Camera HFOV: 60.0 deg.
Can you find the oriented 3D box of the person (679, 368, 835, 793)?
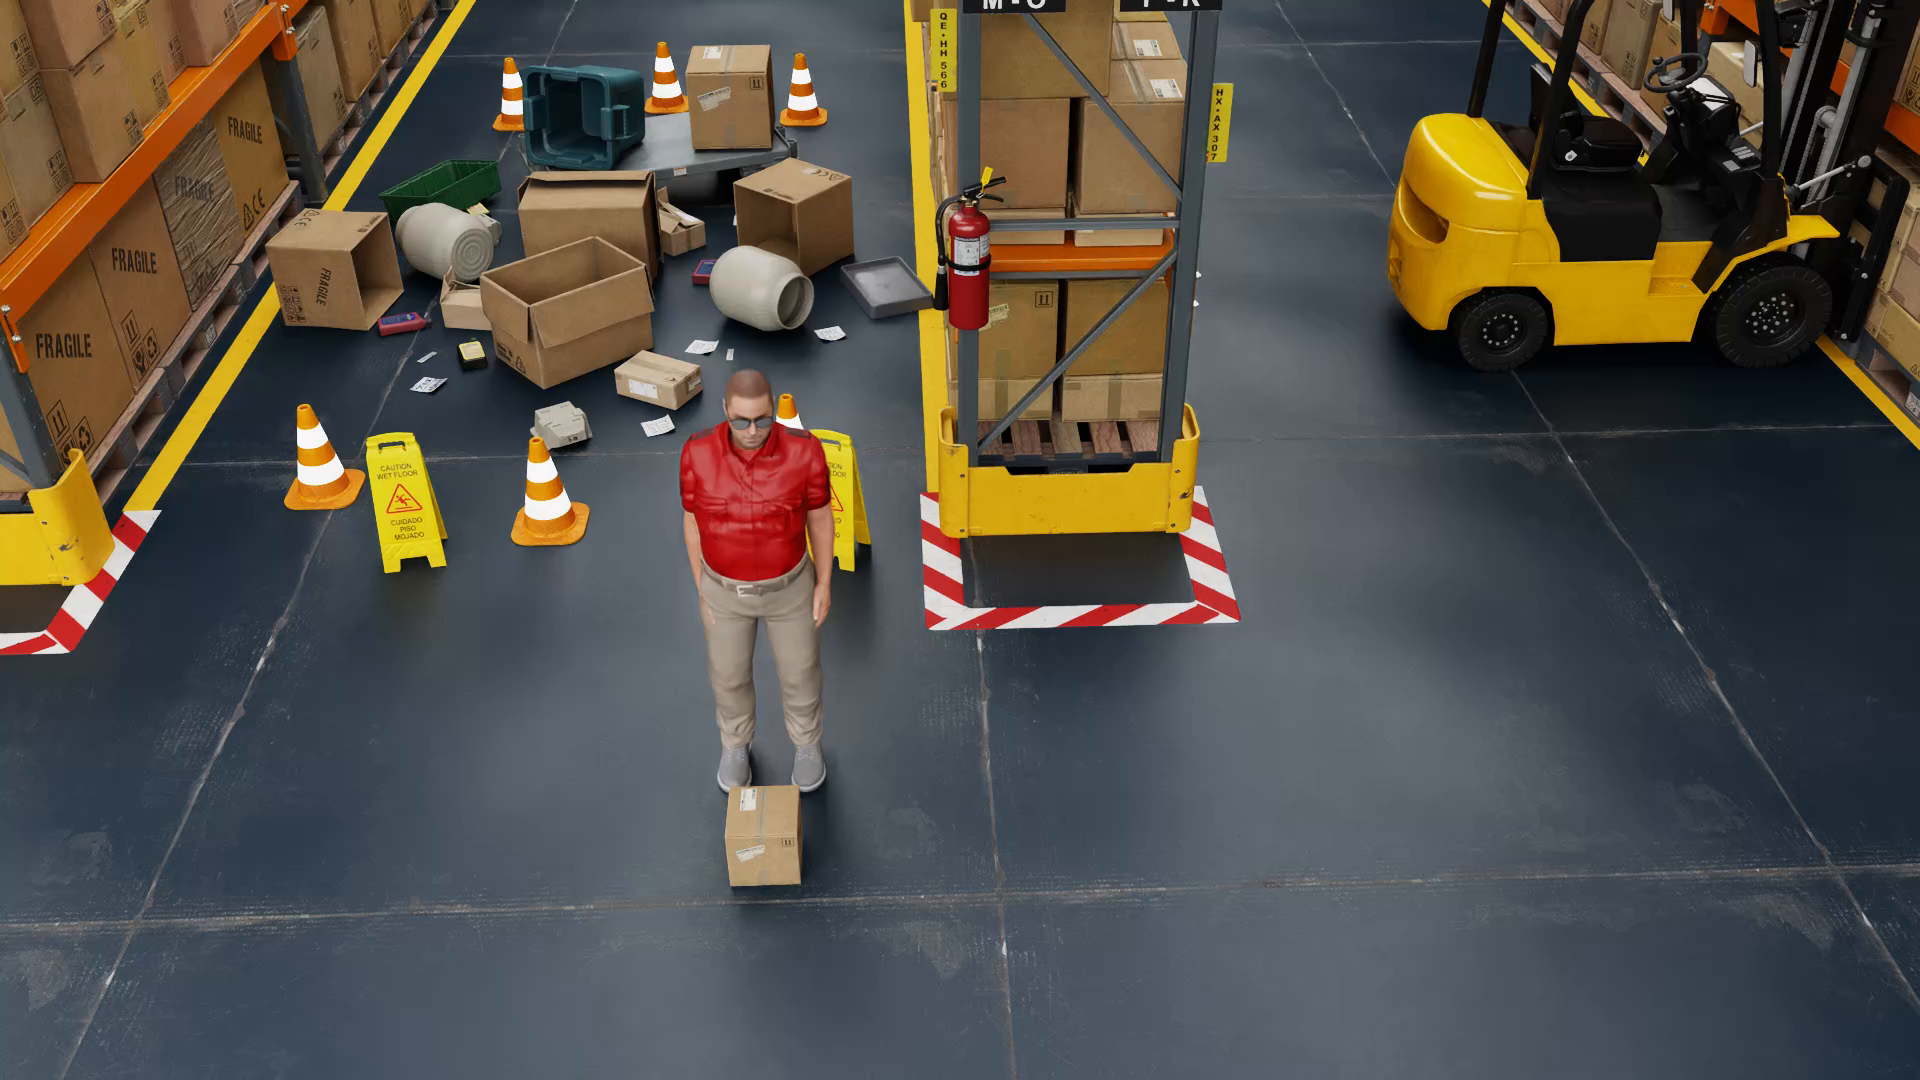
[{"bbox_3d":[-0.702,0.172,5.923,0.528,1.721,0.360,-1,35,-1],"label":"person"}]
